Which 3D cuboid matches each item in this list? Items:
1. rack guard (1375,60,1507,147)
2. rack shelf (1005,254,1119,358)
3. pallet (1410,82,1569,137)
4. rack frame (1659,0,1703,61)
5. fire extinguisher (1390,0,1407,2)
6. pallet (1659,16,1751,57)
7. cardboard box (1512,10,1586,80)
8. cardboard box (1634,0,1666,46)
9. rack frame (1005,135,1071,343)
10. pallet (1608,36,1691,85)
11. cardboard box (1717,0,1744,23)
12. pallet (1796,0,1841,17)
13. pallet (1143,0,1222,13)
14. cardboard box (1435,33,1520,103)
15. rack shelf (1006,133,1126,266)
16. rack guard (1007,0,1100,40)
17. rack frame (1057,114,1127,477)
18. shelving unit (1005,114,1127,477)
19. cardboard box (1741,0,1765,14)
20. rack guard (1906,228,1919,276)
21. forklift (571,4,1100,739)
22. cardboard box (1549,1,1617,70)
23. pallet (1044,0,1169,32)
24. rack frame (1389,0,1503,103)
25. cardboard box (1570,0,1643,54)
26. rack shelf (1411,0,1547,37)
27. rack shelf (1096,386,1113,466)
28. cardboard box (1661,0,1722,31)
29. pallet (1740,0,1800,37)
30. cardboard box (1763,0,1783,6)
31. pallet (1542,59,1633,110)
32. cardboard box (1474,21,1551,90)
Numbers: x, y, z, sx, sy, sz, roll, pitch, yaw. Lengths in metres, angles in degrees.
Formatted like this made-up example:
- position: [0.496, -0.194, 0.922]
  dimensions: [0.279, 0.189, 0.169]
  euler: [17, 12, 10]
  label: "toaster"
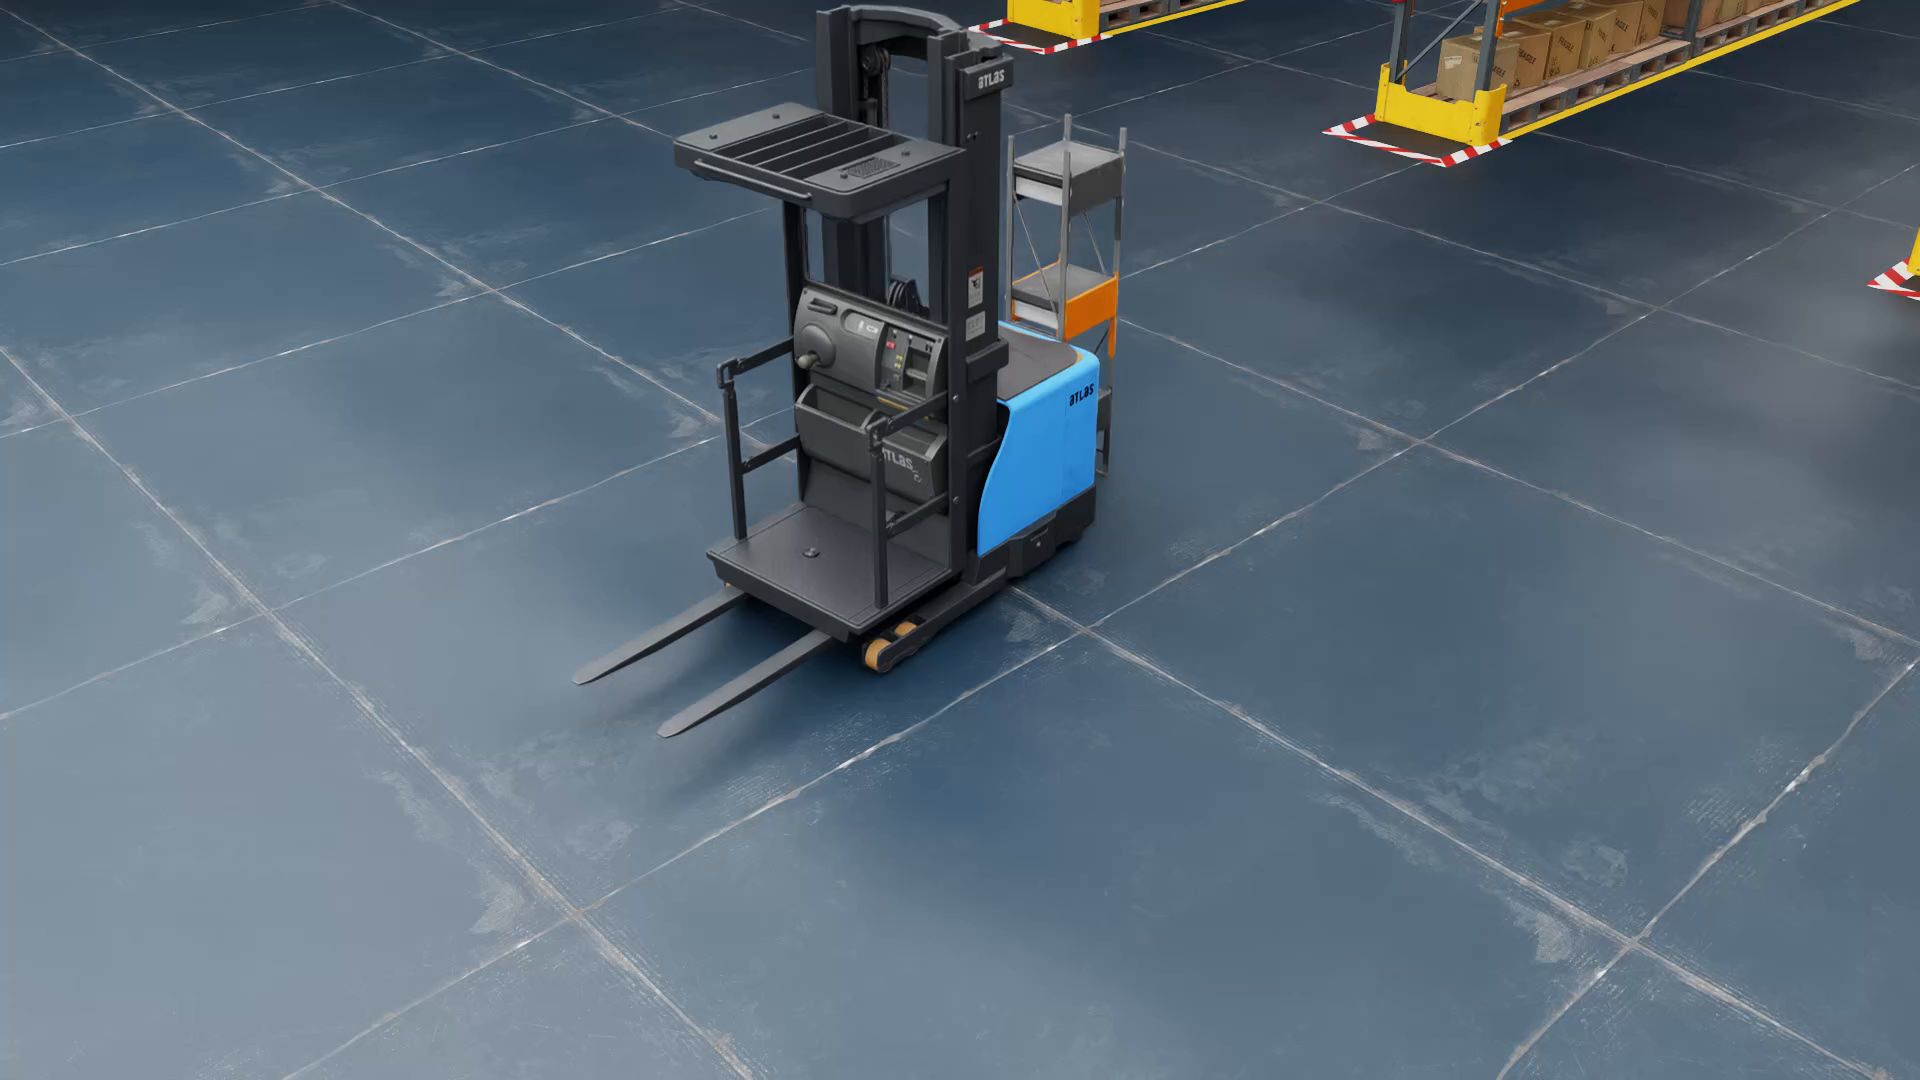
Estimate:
- position: [4.434, -4.053, 15.399]
  dimensions: [0.348, 0.500, 1.175]
  euler: [-26, 40, -35]
  label: "rack guard"
- position: [0.566, -1.233, 9.281]
  dimensions: [0.431, 0.518, 0.480]
  euler: [24, 39, 34]
  label: "rack shelf"
- position: [5.054, -4.205, 15.924]
  dimensions: [1.213, 0.211, 1.003]
  euler: [-26, 40, -35]
  label: "pallet"
- position: [7.312, -6.511, 17.023]
  dimensions: [0.127, 3.000, 1.000]
  euler: [-26, 40, -35]
  label: "rack frame"
- position: [3.981, -5.195, 14.945]
  dimensions: [0.183, 0.674, 0.296]
  euler: [-26, 40, -35]
  label: "fire extinguisher"
- position: [7.882, -5.599, 18.203]
  dimensions: [1.213, 0.211, 1.003]
  euler: [-26, 40, -35]
  label: "pallet"
- position: [5.735, -4.860, 16.317]
  dimensions: [0.500, 0.500, 0.500]
  euler: [-22, 38, -31]
  label: "cardboard box"
- position: [6.991, -5.498, 17.359]
  dimensions: [0.500, 0.500, 0.500]
  euler: [-27, 41, -37]
  label: "cardboard box"
- position: [0.408, -1.148, 9.115]
  dimensions: [0.400, 2.100, 0.015]
  euler: [24, 39, 34]
  label: "rack frame"
- position: [6.843, -5.070, 17.339]
  dimensions: [1.213, 0.211, 1.003]
  euler: [-26, 40, -35]
  label: "pallet"
- position: [8.139, -6.004, 18.168]
  dimensions: [0.500, 0.500, 0.700]
  euler: [-26, 40, -36]
  label: "cardboard box"
- position: [9.671, -6.464, 19.619]
  dimensions: [1.213, 0.211, 1.003]
  euler: [-26, 40, -35]
  label: "pallet"
- position: [2.528, -6.559, 19.775]
  dimensions: [1.213, 0.211, 1.003]
  euler: [-26, 40, -35]
  label: "pallet"
- position: [4.848, -4.420, 15.597]
  dimensions: [0.500, 0.500, 0.500]
  euler: [-18, 36, -27]
  label: "cardboard box"
- position: [0.566, -1.831, 8.915]
  dimensions: [0.431, 0.518, 0.480]
  euler: [24, 39, 34]
  label: "rack shelf"
- position: [1.035, -5.966, 18.527]
  dimensions: [0.348, 0.500, 1.175]
  euler: [-26, 40, -35]
  label: "rack guard"
- position: [0.724, -1.342, 9.432]
  dimensions: [0.400, 2.100, 0.015]
  euler: [24, 39, 34]
  label: "rack frame"
- position: [0.566, -1.245, 9.273]
  dimensions: [0.431, 2.100, 0.503]
  euler: [24, 39, 34]
  label: "shelving unit"
- position: [8.549, -6.203, 18.493]
  dimensions: [0.700, 0.500, 0.500]
  euler: [25, 40, 35]
  label: "cardboard box"
- position: [7.659, -2.084, 12.180]
  dimensions: [0.348, 0.500, 1.175]
  euler: [-26, 40, -35]
  label: "rack guard"
- position: [-0.582, -0.894, 7.903]
  dimensions: [1.130, 2.935, 3.031]
  euler: [24, 39, 34]
  label: "forklift"
- position: [6.175, -5.041, 16.613]
  dimensions: [0.500, 0.500, 0.500]
  euler: [25, 39, 35]
  label: "cardboard box"
- position: [1.634, -6.129, 19.070]
  dimensions: [1.213, 0.211, 1.003]
  euler: [-26, 40, -35]
  label: "pallet"
- position: [4.379, -5.093, 14.703]
  dimensions: [0.127, 3.000, 1.000]
  euler: [-26, 40, -35]
  label: "rack frame"
- position: [6.576, -5.292, 17.022]
  dimensions: [0.500, 0.500, 0.500]
  euler: [-13, 34, -21]
  label: "cardboard box"
- position: [5.845, -5.495, 16.051]
  dimensions: [4.000, 0.370, 1.077]
  euler: [-26, 40, -35]
  label: "rack shelf"
- position: [0.566, -0.636, 9.646]
  dimensions: [0.431, 0.518, 0.480]
  euler: [24, 39, 34]
  label: "rack shelf"
- position: [7.777, -5.842, 17.903]
  dimensions: [0.700, 0.500, 0.500]
  euler: [26, 40, 35]
  label: "cardboard box"
- position: [8.777, -6.033, 18.915]
  dimensions: [1.213, 0.211, 1.003]
  euler: [-26, 40, -35]
  label: "pallet"
- position: [8.958, -6.401, 18.817]
  dimensions: [0.500, 0.500, 0.700]
  euler: [-22, 38, -32]
  label: "cardboard box"
- position: [5.948, -4.635, 16.628]
  dimensions: [1.213, 0.211, 1.003]
  euler: [-26, 40, -35]
  label: "pallet"
- position: [5.263, -4.646, 15.966]
  dimensions: [0.500, 0.500, 0.500]
  euler: [-15, 35, -23]
  label: "cardboard box"
